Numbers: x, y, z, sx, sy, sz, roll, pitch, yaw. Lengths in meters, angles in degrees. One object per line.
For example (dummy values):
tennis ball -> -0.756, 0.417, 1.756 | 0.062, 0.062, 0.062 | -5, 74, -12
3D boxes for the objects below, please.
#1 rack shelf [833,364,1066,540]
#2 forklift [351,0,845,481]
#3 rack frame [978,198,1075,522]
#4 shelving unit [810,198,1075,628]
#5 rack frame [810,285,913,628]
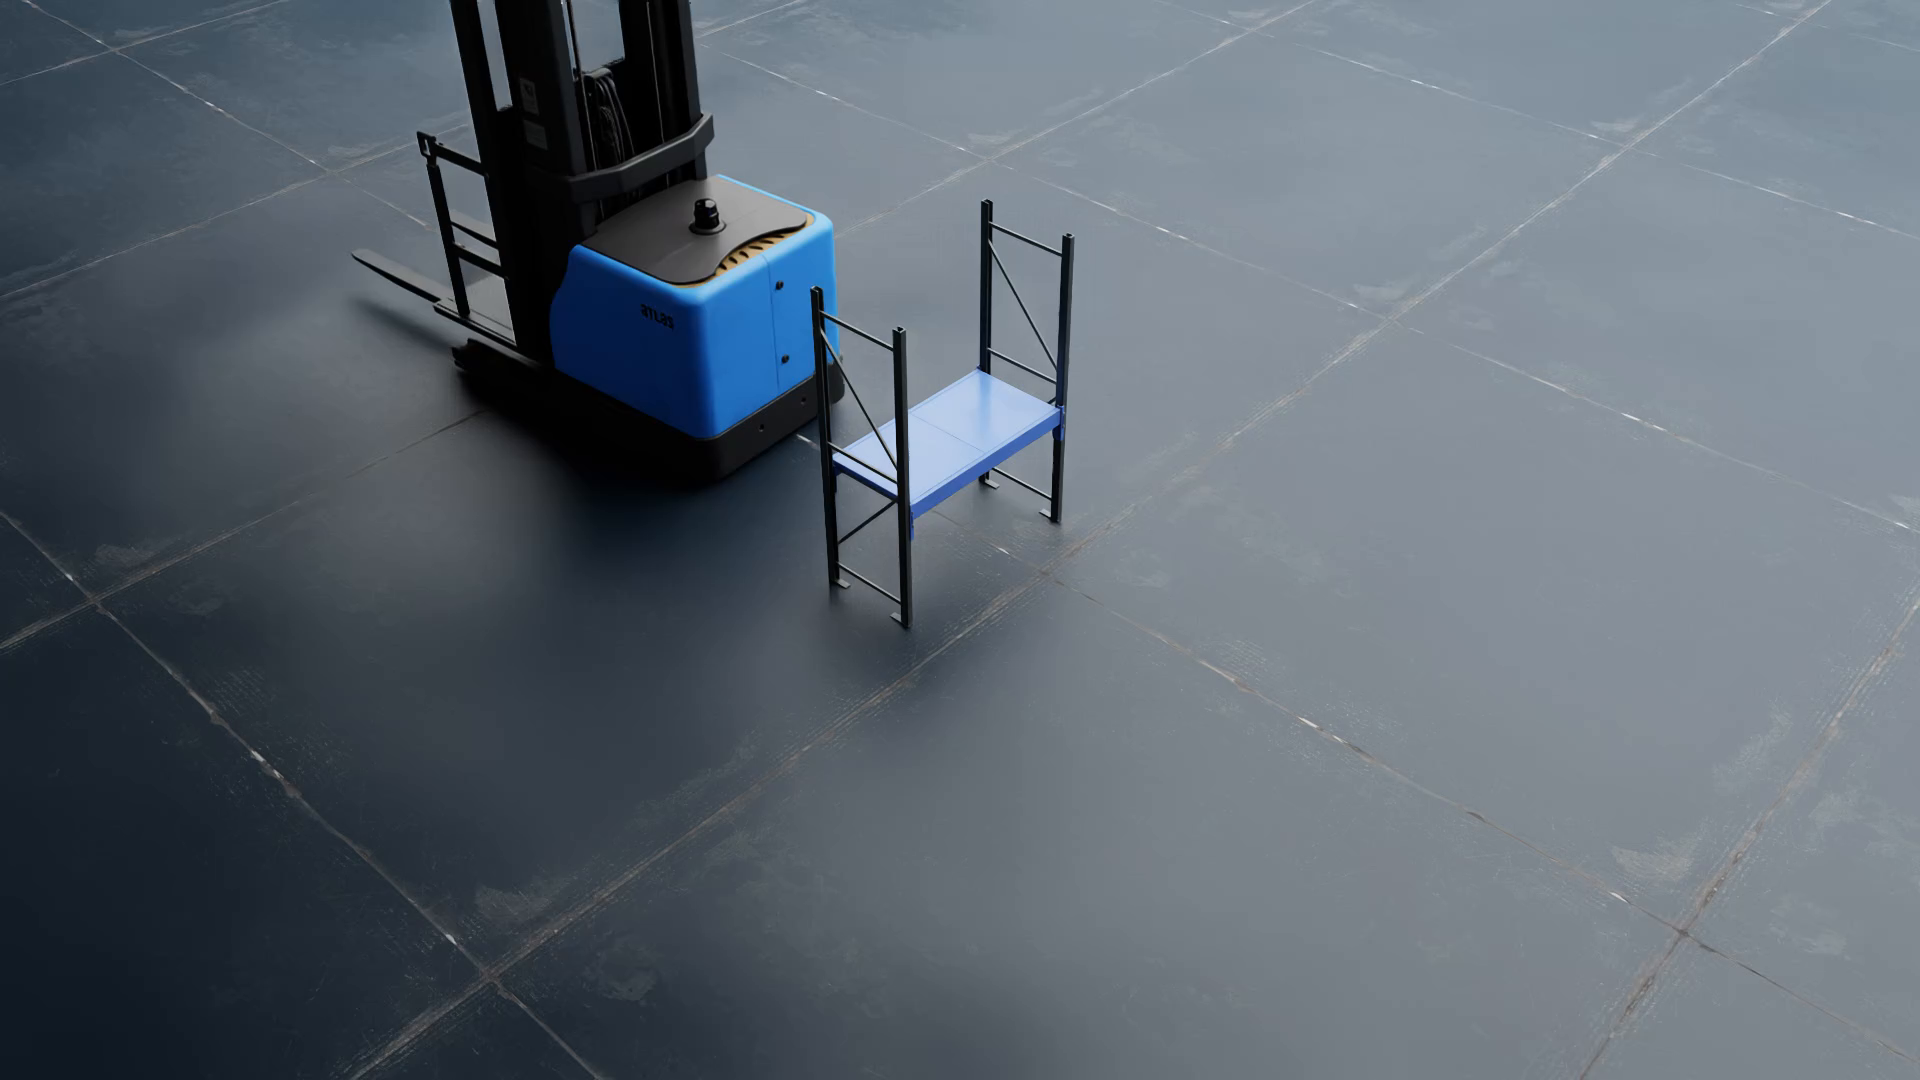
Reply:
rack shelf -> -0.058, -0.407, 7.346 | 0.538, 0.185, 1.000 | 30, 47, 32
forklift -> -2.066, -2.186, 8.144 | 3.031, 2.935, 1.130 | 26, 45, 29
rack frame -> 0.285, -0.781, 7.528 | 0.500, 1.500, 0.032 | 30, 47, 32
shelving unit -> -0.058, -0.548, 7.234 | 0.538, 1.500, 1.048 | 30, 47, 32
rack frame -> -0.400, -0.314, 6.940 | 0.500, 1.500, 0.032 | 30, 47, 32
